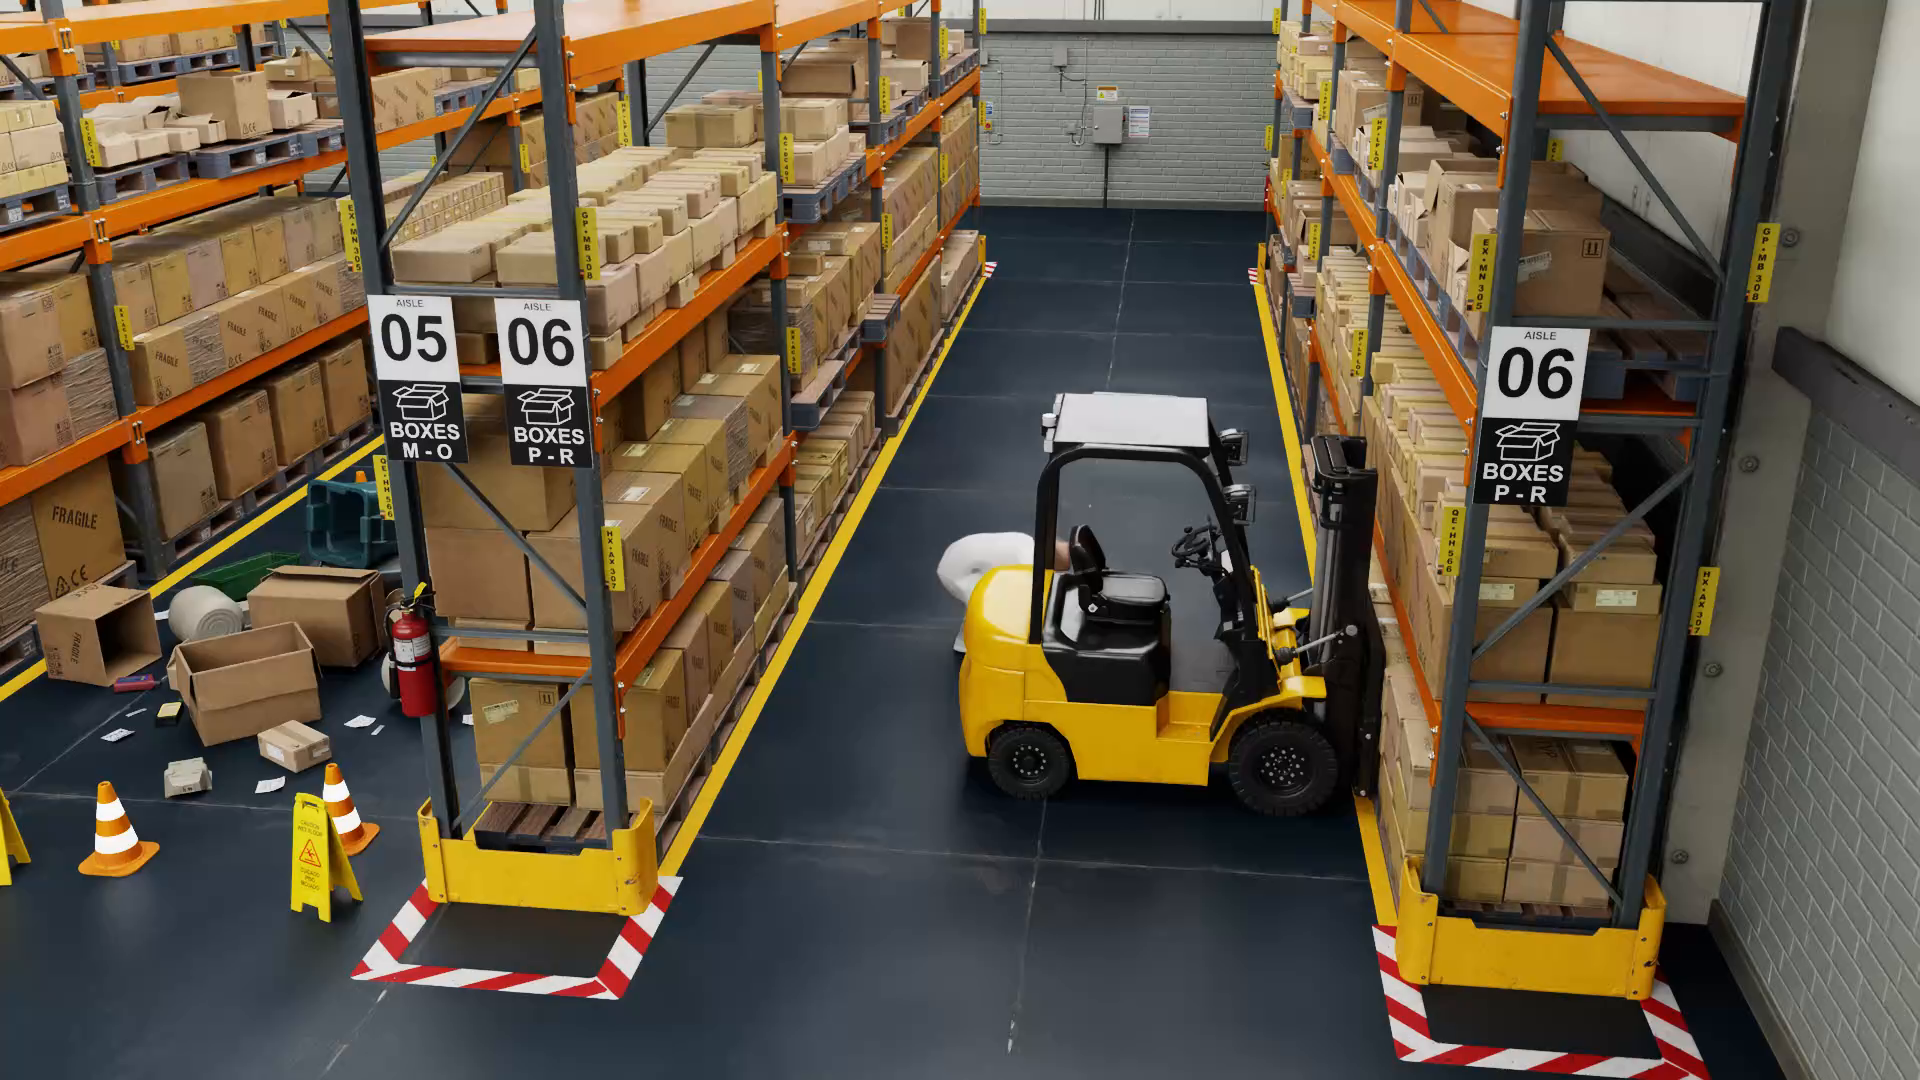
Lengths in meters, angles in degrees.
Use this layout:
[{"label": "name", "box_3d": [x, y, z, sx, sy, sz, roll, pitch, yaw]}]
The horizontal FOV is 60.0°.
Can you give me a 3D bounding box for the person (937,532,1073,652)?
[{"label": "person", "box_3d": [0.318, 0.368, 11.513, 0.949, 0.836, 0.582, 2, 21, 5]}]
